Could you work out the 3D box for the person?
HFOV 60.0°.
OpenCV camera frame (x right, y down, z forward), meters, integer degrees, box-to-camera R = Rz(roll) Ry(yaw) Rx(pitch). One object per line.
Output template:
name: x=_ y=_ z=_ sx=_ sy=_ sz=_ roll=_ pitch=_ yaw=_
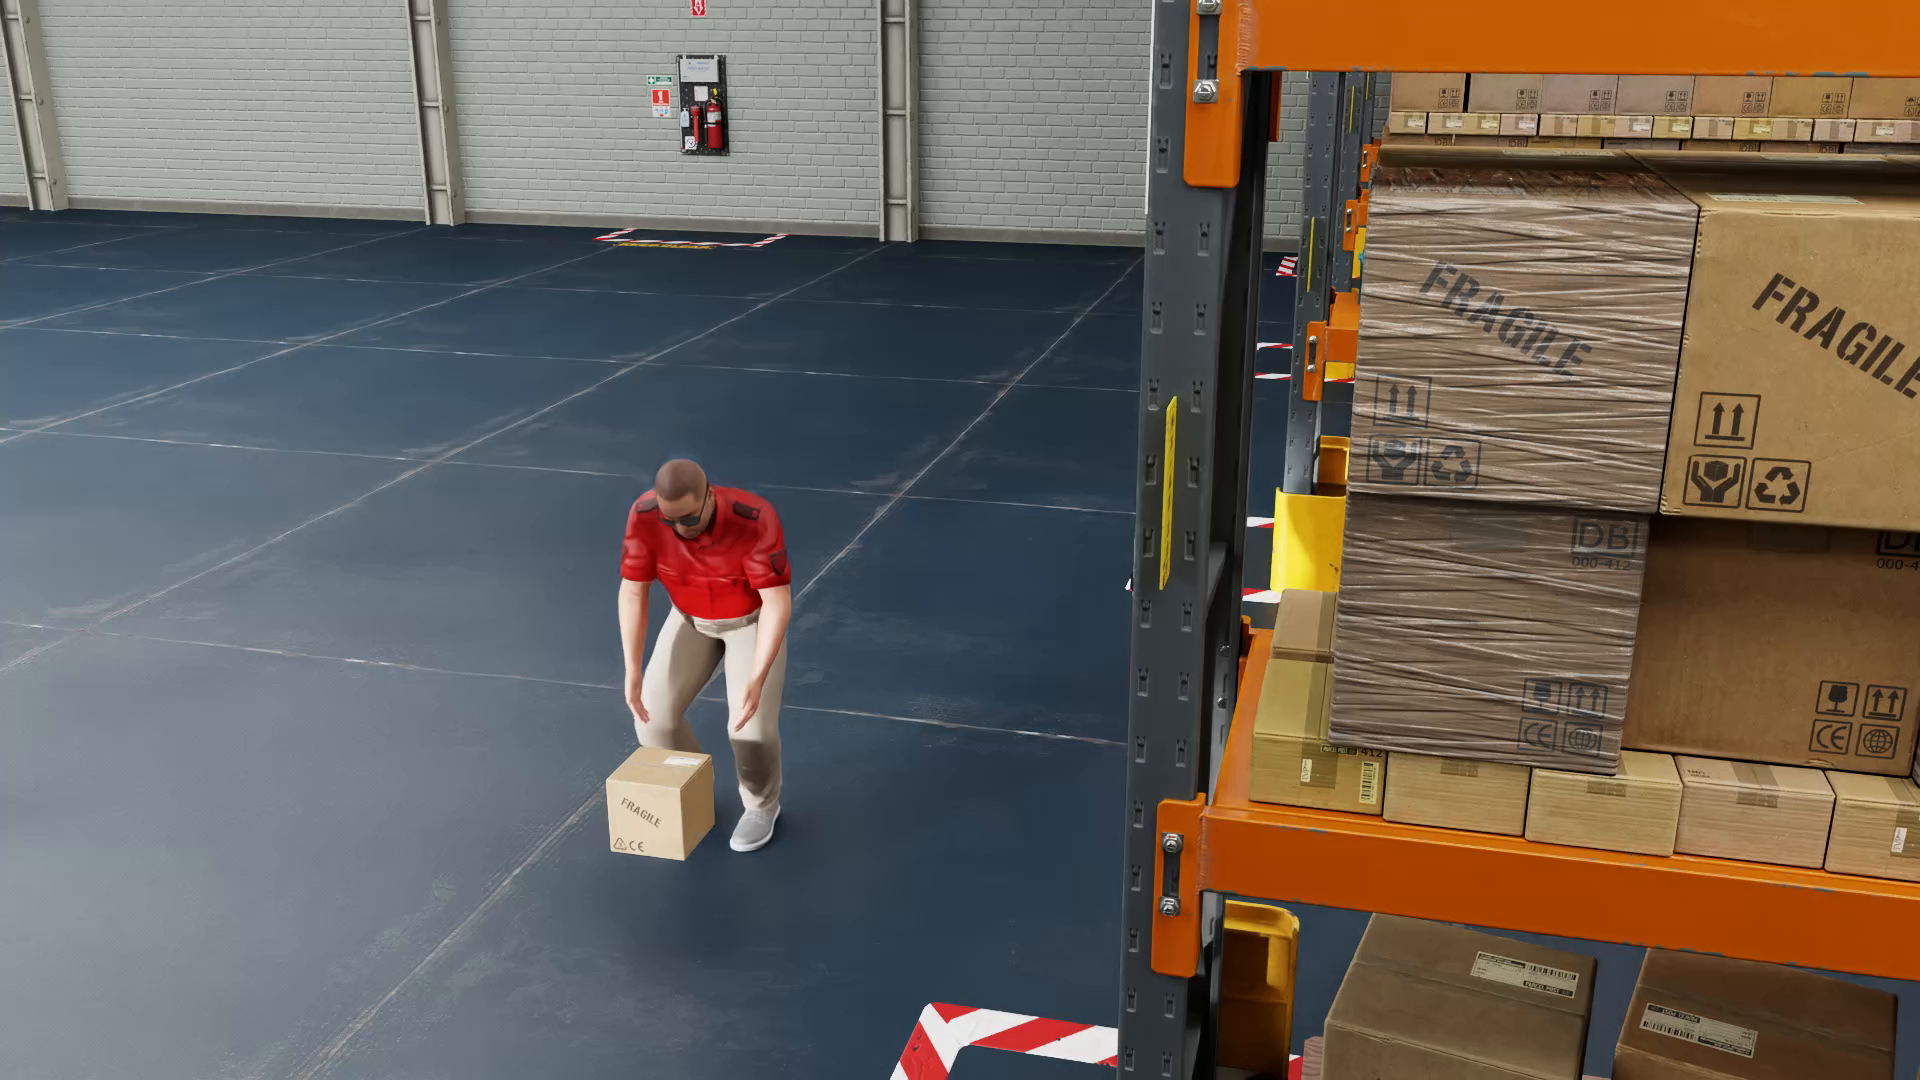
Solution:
person: x=-0.805 y=0.344 z=5.560 sx=0.590 sy=1.410 sz=0.706 roll=5 pitch=19 yaw=14
